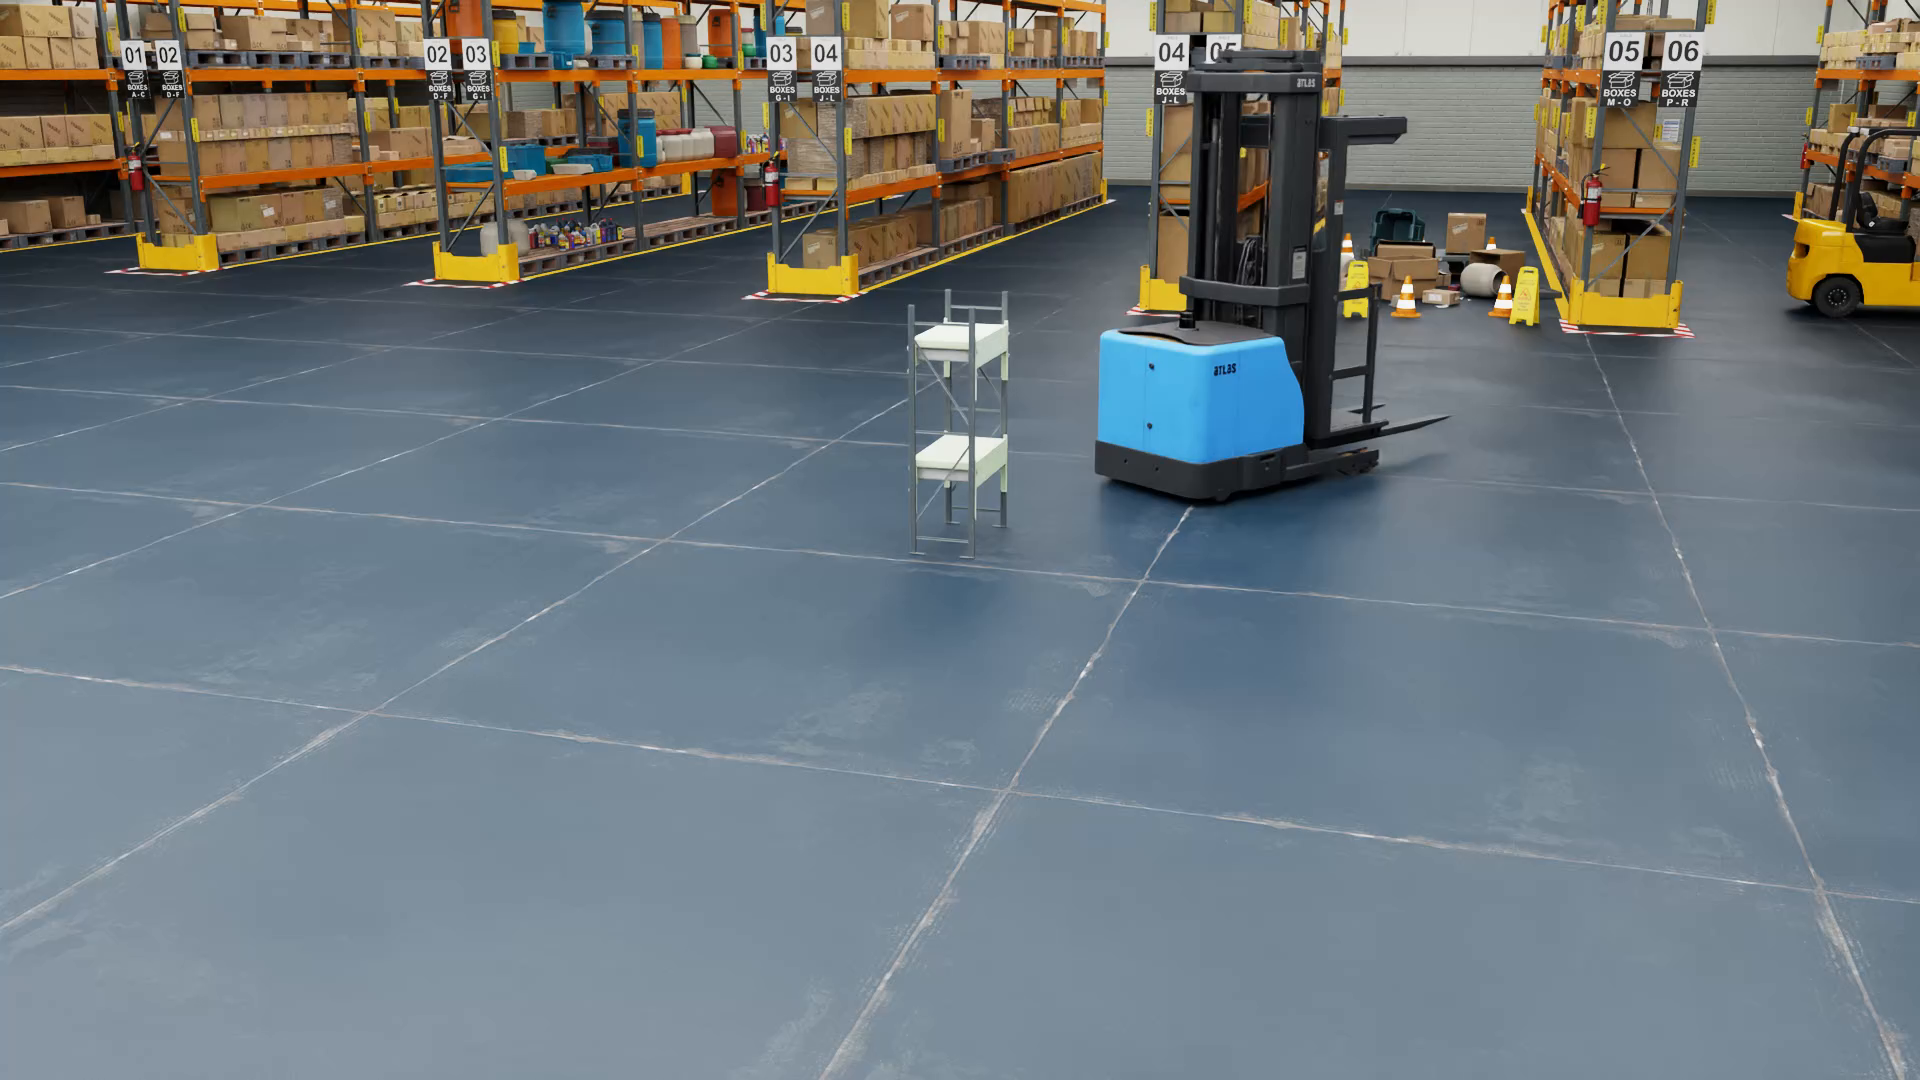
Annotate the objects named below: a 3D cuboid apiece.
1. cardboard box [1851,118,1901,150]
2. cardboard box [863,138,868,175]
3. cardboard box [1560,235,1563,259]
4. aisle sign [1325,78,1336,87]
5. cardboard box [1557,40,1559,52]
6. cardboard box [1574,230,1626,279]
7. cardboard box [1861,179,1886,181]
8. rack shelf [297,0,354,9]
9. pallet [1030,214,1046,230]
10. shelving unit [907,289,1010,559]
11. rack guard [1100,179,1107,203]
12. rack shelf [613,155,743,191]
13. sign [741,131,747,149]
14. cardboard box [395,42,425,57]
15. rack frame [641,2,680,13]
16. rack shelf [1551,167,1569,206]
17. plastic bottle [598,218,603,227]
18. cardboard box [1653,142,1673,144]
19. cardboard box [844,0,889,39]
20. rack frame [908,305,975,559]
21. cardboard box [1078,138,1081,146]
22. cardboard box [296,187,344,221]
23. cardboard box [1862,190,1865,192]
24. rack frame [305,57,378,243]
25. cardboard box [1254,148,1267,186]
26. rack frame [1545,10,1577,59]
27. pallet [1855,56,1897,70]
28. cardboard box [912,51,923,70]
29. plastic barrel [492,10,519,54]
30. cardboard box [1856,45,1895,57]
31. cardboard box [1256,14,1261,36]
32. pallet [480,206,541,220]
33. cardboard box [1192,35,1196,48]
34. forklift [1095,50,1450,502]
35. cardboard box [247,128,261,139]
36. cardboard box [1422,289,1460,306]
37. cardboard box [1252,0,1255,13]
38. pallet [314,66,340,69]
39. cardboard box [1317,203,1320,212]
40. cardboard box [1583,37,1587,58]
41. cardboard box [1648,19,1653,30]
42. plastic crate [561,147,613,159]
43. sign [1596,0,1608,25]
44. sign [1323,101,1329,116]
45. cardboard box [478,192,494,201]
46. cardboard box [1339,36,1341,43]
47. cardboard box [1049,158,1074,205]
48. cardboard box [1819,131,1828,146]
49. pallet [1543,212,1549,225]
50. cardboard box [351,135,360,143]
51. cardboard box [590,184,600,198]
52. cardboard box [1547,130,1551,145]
[{"bbox_3d":[15.380,-6.795,27.836,0.700,0.500,0.500,5,17,17],"label":"cardboard box"},{"bbox_3d":[-1.730,-5.140,22.226,0.875,0.500,0.500,5,16,16],"label":"cardboard box"},{"bbox_3d":[8.845,-4.020,23.052,0.950,0.372,0.625,5,17,17],"label":"cardboard box"},{"bbox_3d":[7.643,-9.688,34.226,0.394,0.787,0.004,5,16,16],"label":"aisle sign"},{"bbox_3d":[10.117,-8.167,27.607,0.396,0.266,0.258,6,17,20],"label":"cardboard box"},{"bbox_3d":[7.540,-3.368,19.602,0.500,0.500,0.500,5,17,16],"label":"cardboard box"},{"bbox_3d":[15.433,-6.031,28.172,0.380,0.149,0.250,4,16,15],"label":"cardboard box"},{"bbox_3d":[-10.868,-8.307,25.177,1.077,0.370,4.000,5,16,16],"label":"rack shelf"},{"bbox_3d":[0.979,-5.937,30.874,1.003,0.211,1.213,5,16,16],"label":"pallet"},{"bbox_3d":[-0.002,-0.720,10.119,0.431,1.500,0.755,5,16,16],"label":"shelving unit"},{"bbox_3d":[2.614,-7.657,36.407,1.175,0.500,0.348,5,16,16],"label":"rack guard"},{"bbox_3d":[-4.983,-6.275,28.273,1.077,0.370,4.000,5,16,16],"label":"rack shelf"},{"bbox_3d":[-3.885,-7.182,29.853,0.100,0.325,0.005,5,16,16],"label":"sign"},{"bbox_3d":[-9.697,-8.551,28.988,0.500,0.250,0.500,3,16,11],"label":"cardboard box"},{"bbox_3d":[-6.889,-12.508,37.937,1.000,3.000,0.127,5,16,16],"label":"rack frame"},{"bbox_3d":[9.267,-5.122,24.209,1.077,0.370,4.000,5,16,16],"label":"rack shelf"},{"bbox_3d":[-5.596,-4.855,25.998,0.144,0.351,0.185,5,16,16],"label":"plastic bottle"},{"bbox_3d":[8.387,-4.595,20.304,0.500,0.500,0.500,4,16,15],"label":"cardboard box"},{"bbox_3d":[-1.259,-6.909,22.050,0.500,0.500,0.500,5,16,16],"label":"cardboard box"},{"bbox_3d":[-0.106,-0.624,9.781,0.400,1.500,0.023,5,16,16],"label":"rack frame"},{"bbox_3d":[2.242,-8.076,33.767,0.380,0.149,0.250,5,17,17],"label":"cardboard box"},{"bbox_3d":[-10.375,-5.454,26.957,0.500,0.500,0.500,5,16,16],"label":"cardboard box"},{"bbox_3d":[15.371,-5.814,27.952,0.380,0.149,0.250,4,16,14],"label":"cardboard box"},{"bbox_3d":[-10.299,-6.483,27.687,1.000,3.000,0.127,5,16,16],"label":"rack frame"},{"bbox_3d":[3.696,-5.131,22.649,0.875,0.550,0.550,5,16,16],"label":"cardboard box"},{"bbox_3d":[12.109,-10.971,32.516,1.000,3.000,0.127,5,16,16],"label":"rack frame"},{"bbox_3d":[15.480,-7.841,27.326,1.213,0.211,1.003,5,16,16],"label":"pallet"},{"bbox_3d":[-0.840,-6.809,23.616,0.500,0.250,0.500,5,17,17],"label":"cardboard box"},{"bbox_3d":[-6.486,-7.095,23.234,0.600,0.588,0.600,0,16,0],"label":"plastic barrel"},{"bbox_3d":[15.629,-8.314,28.376,0.500,0.250,0.500,5,16,16],"label":"cardboard box"},{"bbox_3d":[3.456,-6.391,20.646,0.500,0.250,0.500,4,16,15],"label":"cardboard box"},{"bbox_3d":[-8.914,-6.380,32.436,1.003,0.211,1.213,5,16,16],"label":"pallet"},{"bbox_3d":[2.629,-6.007,20.022,0.380,0.149,0.250,5,17,16],"label":"cardboard box"},{"bbox_3d":[2.417,-1.971,11.906,3.031,2.935,1.130,-12,20,-37],"label":"forklift"},{"bbox_3d":[-10.826,-6.152,25.151,0.380,0.149,0.250,4,16,14],"label":"cardboard box"},{"bbox_3d":[5.998,-3.026,20.726,0.250,0.149,0.380,-15,21,-41],"label":"cardboard box"},{"bbox_3d":[3.332,-6.407,19.970,0.380,0.149,0.250,4,16,15],"label":"cardboard box"},{"bbox_3d":[-13.466,-9.730,33.985,1.003,0.211,1.213,5,17,18],"label":"pallet"},{"bbox_3d":[6.609,-6.296,31.485,0.380,0.149,0.250,4,16,13],"label":"cardboard box"},{"bbox_3d":[8.174,-6.229,21.027,0.500,0.250,0.500,4,16,15],"label":"cardboard box"},{"bbox_3d":[7.915,-5.749,18.602,0.380,0.149,0.250,5,16,16],"label":"cardboard box"},{"bbox_3d":[-5.822,-5.941,25.890,0.767,0.338,0.504,5,16,16],"label":"plastic crate"},{"bbox_3d":[7.036,-5.816,18.217,0.100,0.325,0.005,5,16,16],"label":"sign"},{"bbox_3d":[6.731,-7.910,30.599,0.100,0.325,0.005,5,16,16],"label":"sign"},{"bbox_3d":[-9.075,-6.522,31.068,0.500,0.311,0.500,5,17,17],"label":"cardboard box"},{"bbox_3d":[7.522,-10.135,33.696,0.380,0.149,0.250,4,16,15],"label":"cardboard box"},{"bbox_3d":[1.735,-7.153,33.174,0.875,0.875,0.875,5,16,16],"label":"cardboard box"},{"bbox_3d":[16.198,-7.409,30.683,0.500,0.250,0.500,4,16,15],"label":"cardboard box"},{"bbox_3d":[11.263,-5.889,30.706,1.003,0.211,1.213,5,16,16],"label":"pallet"},{"bbox_3d":[-12.919,-8.472,35.127,0.380,0.149,0.250,5,16,16],"label":"cardboard box"},{"bbox_3d":[-7.891,-7.433,34.814,0.500,0.500,0.500,5,16,16],"label":"cardboard box"},{"bbox_3d":[10.287,-6.844,28.322,0.500,0.250,0.500,5,17,17],"label":"cardboard box"}]
